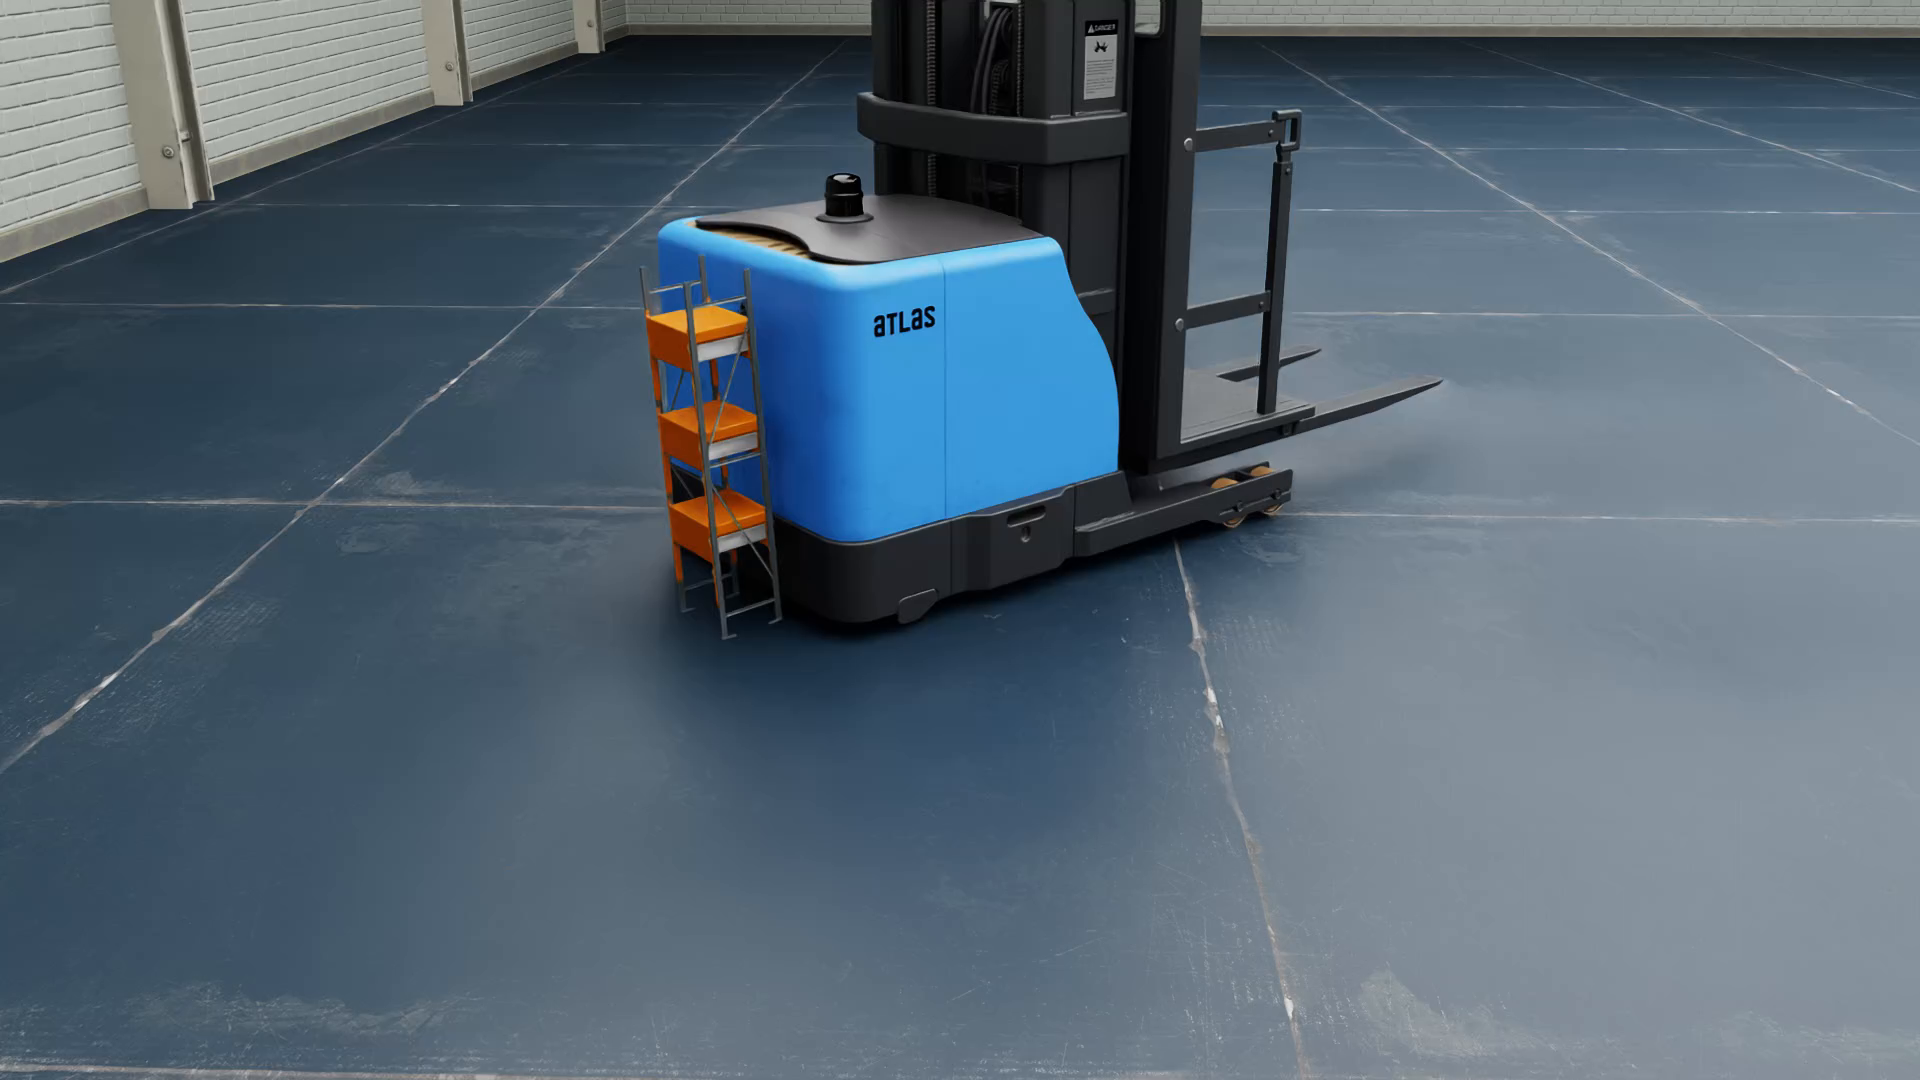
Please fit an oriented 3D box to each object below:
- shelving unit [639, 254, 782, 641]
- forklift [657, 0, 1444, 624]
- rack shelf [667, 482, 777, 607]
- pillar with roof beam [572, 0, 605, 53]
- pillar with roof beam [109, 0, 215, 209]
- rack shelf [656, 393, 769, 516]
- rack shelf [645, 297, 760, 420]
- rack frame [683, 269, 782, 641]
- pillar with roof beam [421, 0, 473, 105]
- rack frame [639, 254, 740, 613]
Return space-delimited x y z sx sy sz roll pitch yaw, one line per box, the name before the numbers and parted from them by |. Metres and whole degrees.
shelving unit | -0.700 -0.256 4.722 0.215 1.050 0.252 -19 28 -33
forklift | 0.523 -1.541 5.447 3.031 2.935 1.130 -16 27 -36
rack shelf | -0.688 0.009 4.835 0.215 0.259 0.240 -19 28 -33
pillar with roof beam | -0.742 -10.819 20.972 9.100 9.000 0.400 1 21 2
pillar with roof beam | -1.107 -6.480 9.790 9.100 9.000 0.400 1 21 2
rack shelf | -0.700 -0.246 4.727 0.215 0.259 0.240 -19 28 -33
rack shelf | -0.712 -0.507 4.616 0.215 0.259 0.240 -19 28 -33
rack frame | -0.626 -0.221 4.632 0.200 1.050 0.008 -19 28 -33
pillar with roof beam | -0.924 -8.649 15.381 9.100 9.000 0.400 1 21 2
rack frame | -0.775 -0.291 4.813 0.200 1.050 0.008 -19 28 -33
